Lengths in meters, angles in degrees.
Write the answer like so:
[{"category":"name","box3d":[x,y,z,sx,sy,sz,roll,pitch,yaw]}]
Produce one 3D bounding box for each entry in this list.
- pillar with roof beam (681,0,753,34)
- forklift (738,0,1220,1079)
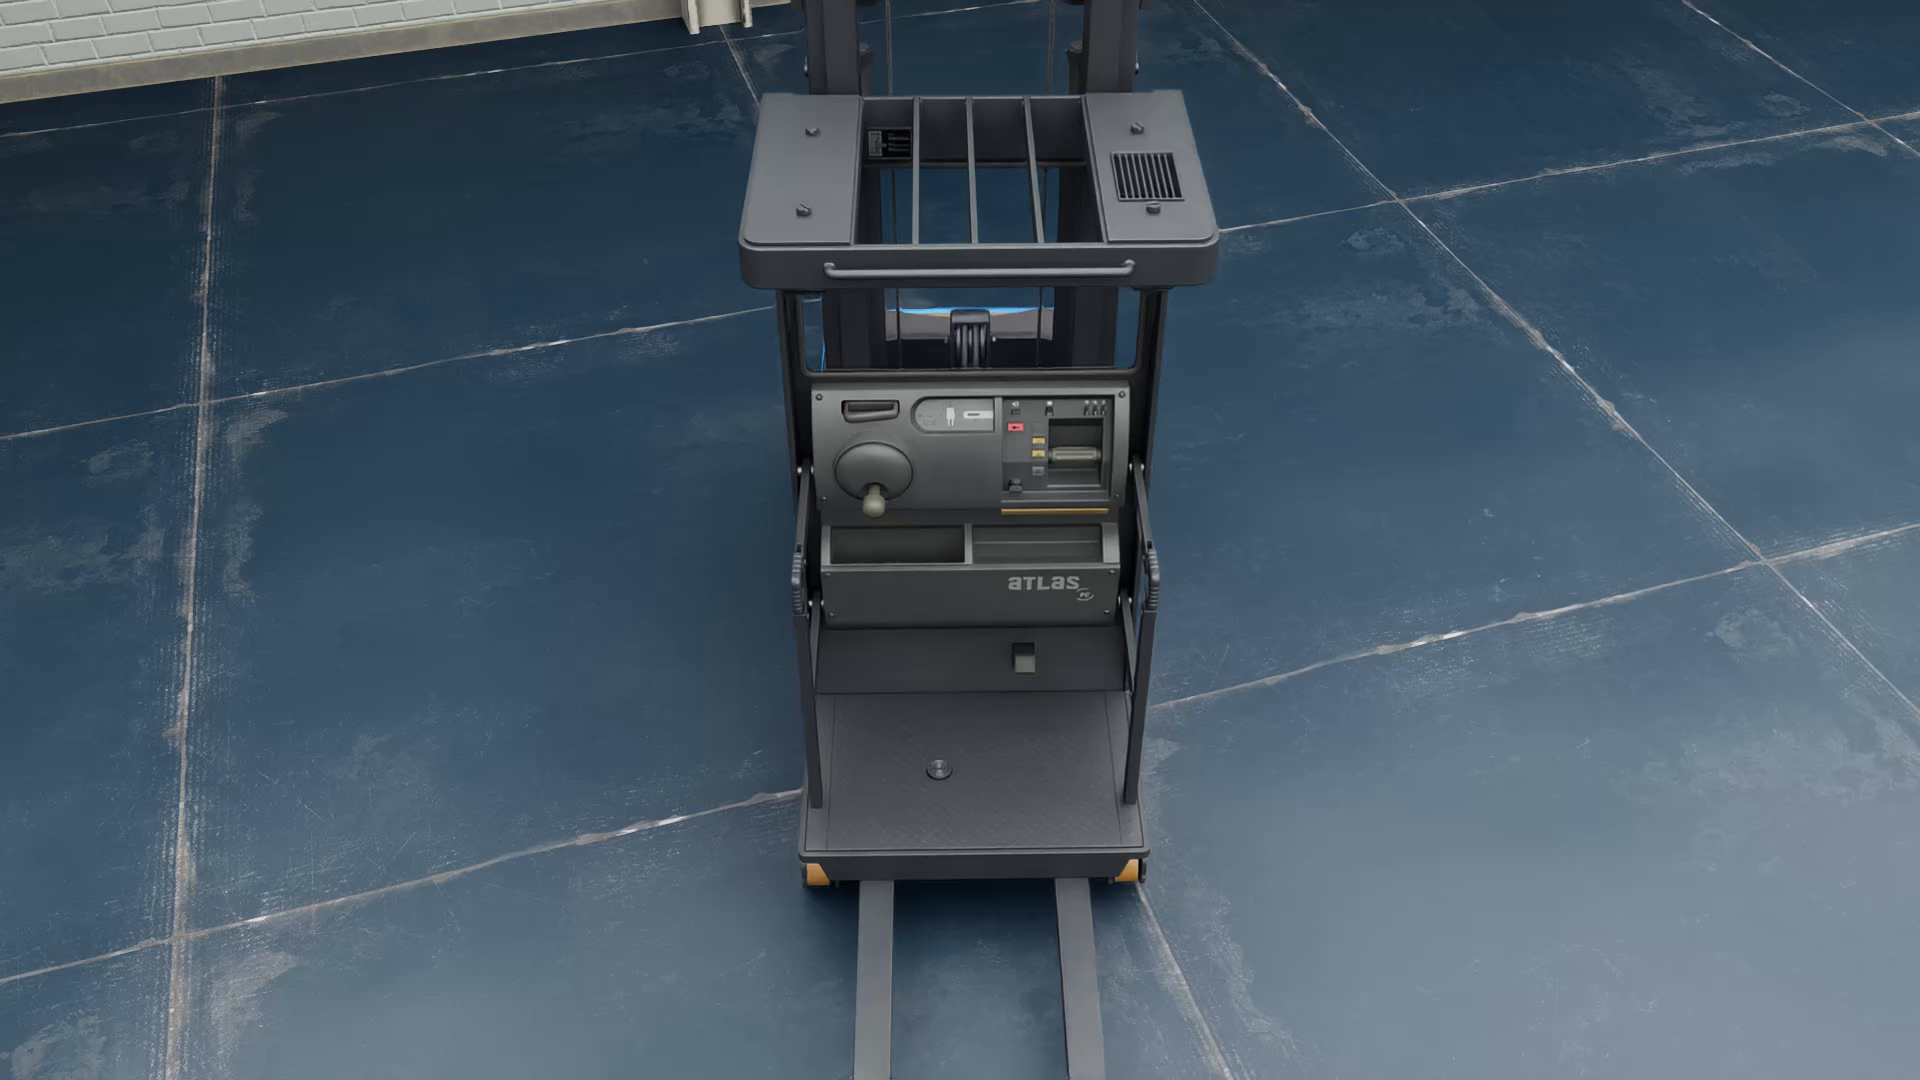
[{"category":"pillar with roof beam","box3d":[-0.242,-3.972,4.457,0.400,9.000,9.100,-12,42,-13]},{"category":"forklift","box3d":[0.037,-0.185,4.734,1.130,2.935,3.031,-1,41,-1]}]
